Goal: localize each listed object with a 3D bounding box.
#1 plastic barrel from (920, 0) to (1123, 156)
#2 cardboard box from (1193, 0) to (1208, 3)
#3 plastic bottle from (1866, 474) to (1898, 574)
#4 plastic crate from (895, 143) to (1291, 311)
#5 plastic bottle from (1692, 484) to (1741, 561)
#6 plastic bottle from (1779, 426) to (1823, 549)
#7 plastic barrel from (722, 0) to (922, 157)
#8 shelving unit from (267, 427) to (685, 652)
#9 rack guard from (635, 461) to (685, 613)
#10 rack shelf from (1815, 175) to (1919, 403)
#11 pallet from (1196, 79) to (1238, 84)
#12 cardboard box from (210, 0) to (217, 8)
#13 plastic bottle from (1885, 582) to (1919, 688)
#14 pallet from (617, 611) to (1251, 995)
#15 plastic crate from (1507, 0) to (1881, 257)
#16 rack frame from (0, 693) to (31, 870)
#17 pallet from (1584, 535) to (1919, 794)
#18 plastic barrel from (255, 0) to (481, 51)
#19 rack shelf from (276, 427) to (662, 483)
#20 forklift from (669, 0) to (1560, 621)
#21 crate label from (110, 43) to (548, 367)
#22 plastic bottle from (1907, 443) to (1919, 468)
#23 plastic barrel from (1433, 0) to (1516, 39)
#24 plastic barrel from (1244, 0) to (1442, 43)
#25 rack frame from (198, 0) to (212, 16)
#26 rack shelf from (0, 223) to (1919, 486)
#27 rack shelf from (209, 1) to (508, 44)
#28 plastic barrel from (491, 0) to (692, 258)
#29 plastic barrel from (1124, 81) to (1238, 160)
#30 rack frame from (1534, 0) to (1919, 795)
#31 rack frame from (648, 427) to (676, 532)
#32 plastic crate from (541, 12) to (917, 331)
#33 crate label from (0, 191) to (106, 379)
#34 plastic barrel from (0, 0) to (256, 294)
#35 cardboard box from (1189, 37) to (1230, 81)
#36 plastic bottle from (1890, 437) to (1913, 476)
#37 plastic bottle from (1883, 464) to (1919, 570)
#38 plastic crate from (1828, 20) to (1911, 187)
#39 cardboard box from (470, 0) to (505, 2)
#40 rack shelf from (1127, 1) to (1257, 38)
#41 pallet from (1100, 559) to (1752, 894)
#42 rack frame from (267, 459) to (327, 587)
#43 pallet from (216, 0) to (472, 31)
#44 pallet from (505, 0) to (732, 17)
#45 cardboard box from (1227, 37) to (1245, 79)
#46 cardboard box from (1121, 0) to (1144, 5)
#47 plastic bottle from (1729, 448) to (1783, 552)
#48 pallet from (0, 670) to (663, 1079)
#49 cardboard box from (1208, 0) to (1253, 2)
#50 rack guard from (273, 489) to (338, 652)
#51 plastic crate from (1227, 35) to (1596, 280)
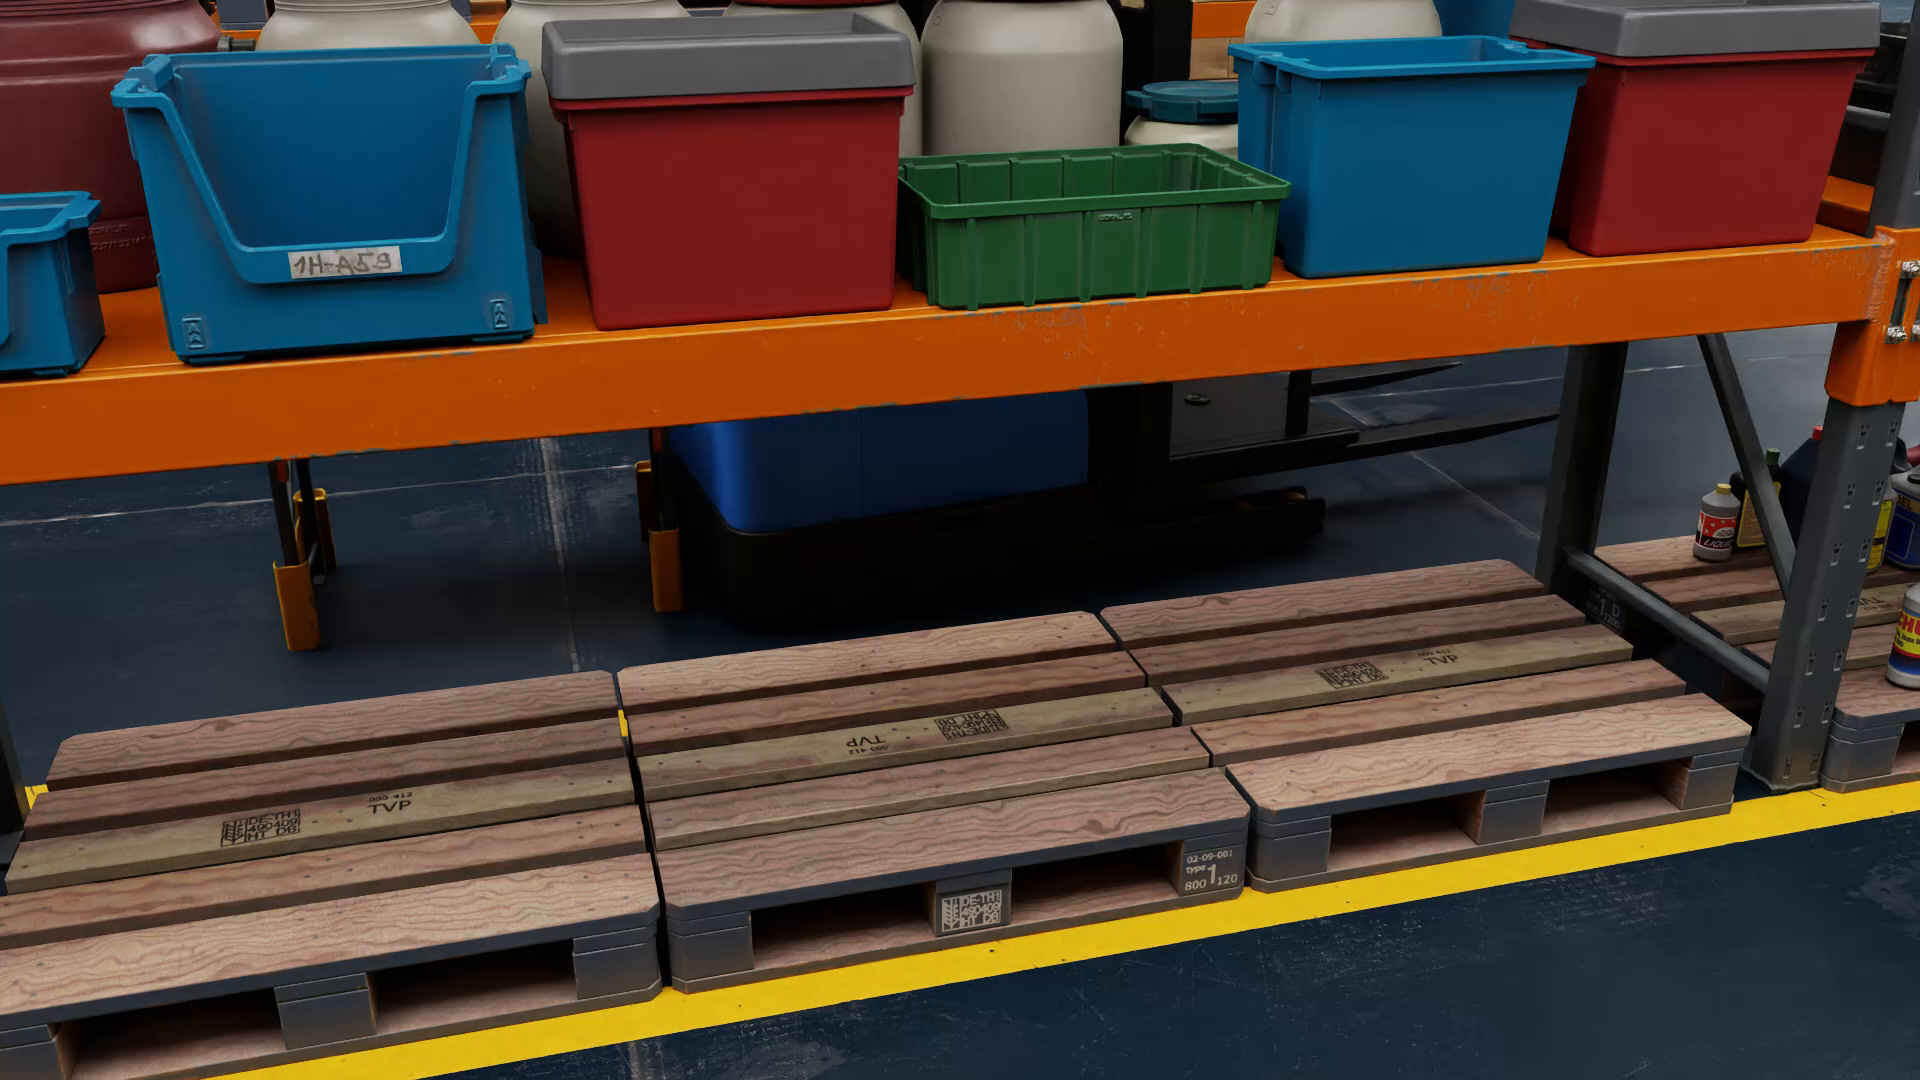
[{"bbox_3d":[0.128,-0.947,3.481,0.433,0.535,0.433,0,23,0],"label":"plastic barrel"},{"bbox_3d":[1.009,-2.677,8.003,0.250,0.149,0.380,-6,24,-14],"label":"cardboard box"},{"bbox_3d":[2.396,-0.090,4.456,0.185,0.351,0.144,-6,24,-14],"label":"plastic bottle"},{"bbox_3d":[0.214,-0.591,3.093,0.662,0.188,0.450,-6,24,-14],"label":"plastic crate"},{"bbox_3d":[2.080,-0.055,4.564,0.097,0.201,0.097,0,23,0],"label":"plastic bottle"},{"bbox_3d":[2.357,-0.144,4.584,0.185,0.351,0.144,-7,24,-16],"label":"plastic bottle"},{"bbox_3d":[-0.289,-0.901,3.373,0.433,0.535,0.433,0,23,0],"label":"plastic barrel"},{"bbox_3d":[-1.384,-0.546,4.621,1.083,1.500,0.587,-6,24,-13],"label":"shelving unit"},{"bbox_3d":[-0.901,-0.020,4.980,0.087,0.250,0.587,-6,24,-13],"label":"rack guard"},{"bbox_3d":[3.740,-0.864,4.371,4.000,0.370,1.077,-6,24,-14],"label":"rack shelf"},{"bbox_3d":[2.337,-3.785,13.804,1.213,0.211,1.003,-6,24,-14],"label":"pallet"},{"bbox_3d":[-5.205,-3.546,11.397,0.500,0.250,0.500,-7,24,-16],"label":"cardboard box"},{"bbox_3d":[2.240,0.203,3.876,0.097,0.271,0.097,0,23,0],"label":"plastic bottle"},{"bbox_3d":[-0.108,0.530,3.748,1.213,0.211,1.003,-6,24,-14],"label":"pallet"},{"bbox_3d":[1.431,-0.843,3.330,0.583,0.464,0.402,-6,24,-14],"label":"plastic crate"},{"bbox_3d":[-2.037,-0.555,2.740,0.127,3.000,1.000,-6,24,-14],"label":"rack frame"},{"bbox_3d":[2.473,0.244,4.413,1.213,0.211,1.003,-6,24,-14],"label":"pallet"},{"bbox_3d":[-1.104,-0.797,3.162,0.421,0.512,0.421,0,23,0],"label":"plastic barrel"},{"bbox_3d":[-1.375,-0.382,4.694,1.000,0.185,0.538,-6,24,-13],"label":"rack shelf"},{"bbox_3d":[0.595,-1.481,4.983,3.031,2.935,1.130,-9,25,-21],"label":"forklift"},{"bbox_3d":[-1.007,-0.575,2.740,0.616,0.435,0.502,-6,24,-14],"label":"crate label"},{"bbox_3d":[2.687,-0.167,4.722,0.133,0.283,0.061,-5,24,-11],"label":"plastic bottle"},{"bbox_3d":[1.361,-1.286,3.806,0.708,0.901,0.600,-6,24,-14],"label":"plastic barrel"},{"bbox_3d":[0.834,-1.025,3.663,0.433,0.535,0.433,0,23,0],"label":"plastic barrel"},{"bbox_3d":[-3.375,-2.436,7.123,0.127,3.000,1.000,-6,24,-14],"label":"rack frame"},{"bbox_3d":[-0.111,-0.438,3.378,4.000,0.370,1.077,-6,24,-14],"label":"rack shelf"},{"bbox_3d":[-1.449,-2.318,7.761,4.000,0.370,1.077,-6,24,-14],"label":"rack shelf"},{"bbox_3d":[-0.698,-0.842,3.267,0.421,0.512,0.421,0,23,0],"label":"plastic barrel"},{"bbox_3d":[0.499,-0.835,3.568,0.301,0.262,0.301,0,23,0],"label":"plastic barrel"},{"bbox_3d":[1.815,-0.981,3.733,0.127,3.000,1.000,-6,24,-14],"label":"rack frame"},{"bbox_3d":[-0.882,-0.596,4.738,0.032,1.500,0.500,-6,24,-13],"label":"rack frame"},{"bbox_3d":[-0.398,-0.641,2.858,0.583,0.464,0.402,-6,24,-14],"label":"plastic crate"},{"bbox_3d":[-1.530,-0.381,2.546,0.416,0.233,0.303,-6,24,-14],"label":"crate label"},{"bbox_3d":[-1.672,-0.782,3.097,0.708,0.536,0.600,-6,24,-14],"label":"plastic barrel"},{"bbox_3d":[1.604,-4.206,13.411,0.875,0.875,0.875,-7,24,-15],"label":"cardboard box"},{"bbox_3d":[2.542,-0.165,4.631,0.185,0.351,0.144,-8,24,-17],"label":"plastic bottle"},{"bbox_3d":[2.606,-0.077,4.521,0.135,0.276,0.152,-6,24,-14],"label":"plastic bottle"},{"bbox_3d":[2.353,-0.960,3.763,0.504,0.338,0.767,-6,24,-14],"label":"plastic crate"},{"bbox_3d":[-3.166,-3.614,12.189,0.750,0.750,1.050,-6,24,-14],"label":"cardboard box"},{"bbox_3d":[2.402,-2.744,8.754,4.000,0.370,1.077,-6,24,-14],"label":"rack shelf"},{"bbox_3d":[1.069,0.398,4.054,1.213,0.211,1.003,-6,24,-14],"label":"pallet"},{"bbox_3d":[-1.868,-0.498,4.509,0.032,1.500,0.500,-6,24,-13],"label":"rack frame"},{"bbox_3d":[-2.717,-2.464,7.432,1.003,0.211,1.213,-6,24,-14],"label":"pallet"},{"bbox_3d":[-1.480,-2.574,7.688,1.213,0.211,1.003,-6,24,-14],"label":"pallet"},{"bbox_3d":[2.450,-4.301,13.632,0.875,0.875,0.875,-6,24,-14],"label":"cardboard box"},{"bbox_3d":[0.765,-2.655,7.952,0.250,0.149,0.380,-6,24,-14],"label":"cardboard box"},{"bbox_3d":[2.189,-0.112,4.593,0.133,0.283,0.061,-5,24,-12],"label":"plastic bottle"},{"bbox_3d":[-1.280,0.658,3.448,1.213,0.211,1.003,-6,24,-14],"label":"pallet"},{"bbox_3d":[1.242,-2.714,8.089,0.250,0.149,0.380,-6,24,-14],"label":"cardboard box"},{"bbox_3d":[-1.866,0.076,4.755,0.087,0.250,0.587,-6,24,-13],"label":"rack guard"},{"bbox_3d":[0.837,-0.738,3.187,0.575,0.384,0.392,-6,24,-14],"label":"plastic crate"}]
